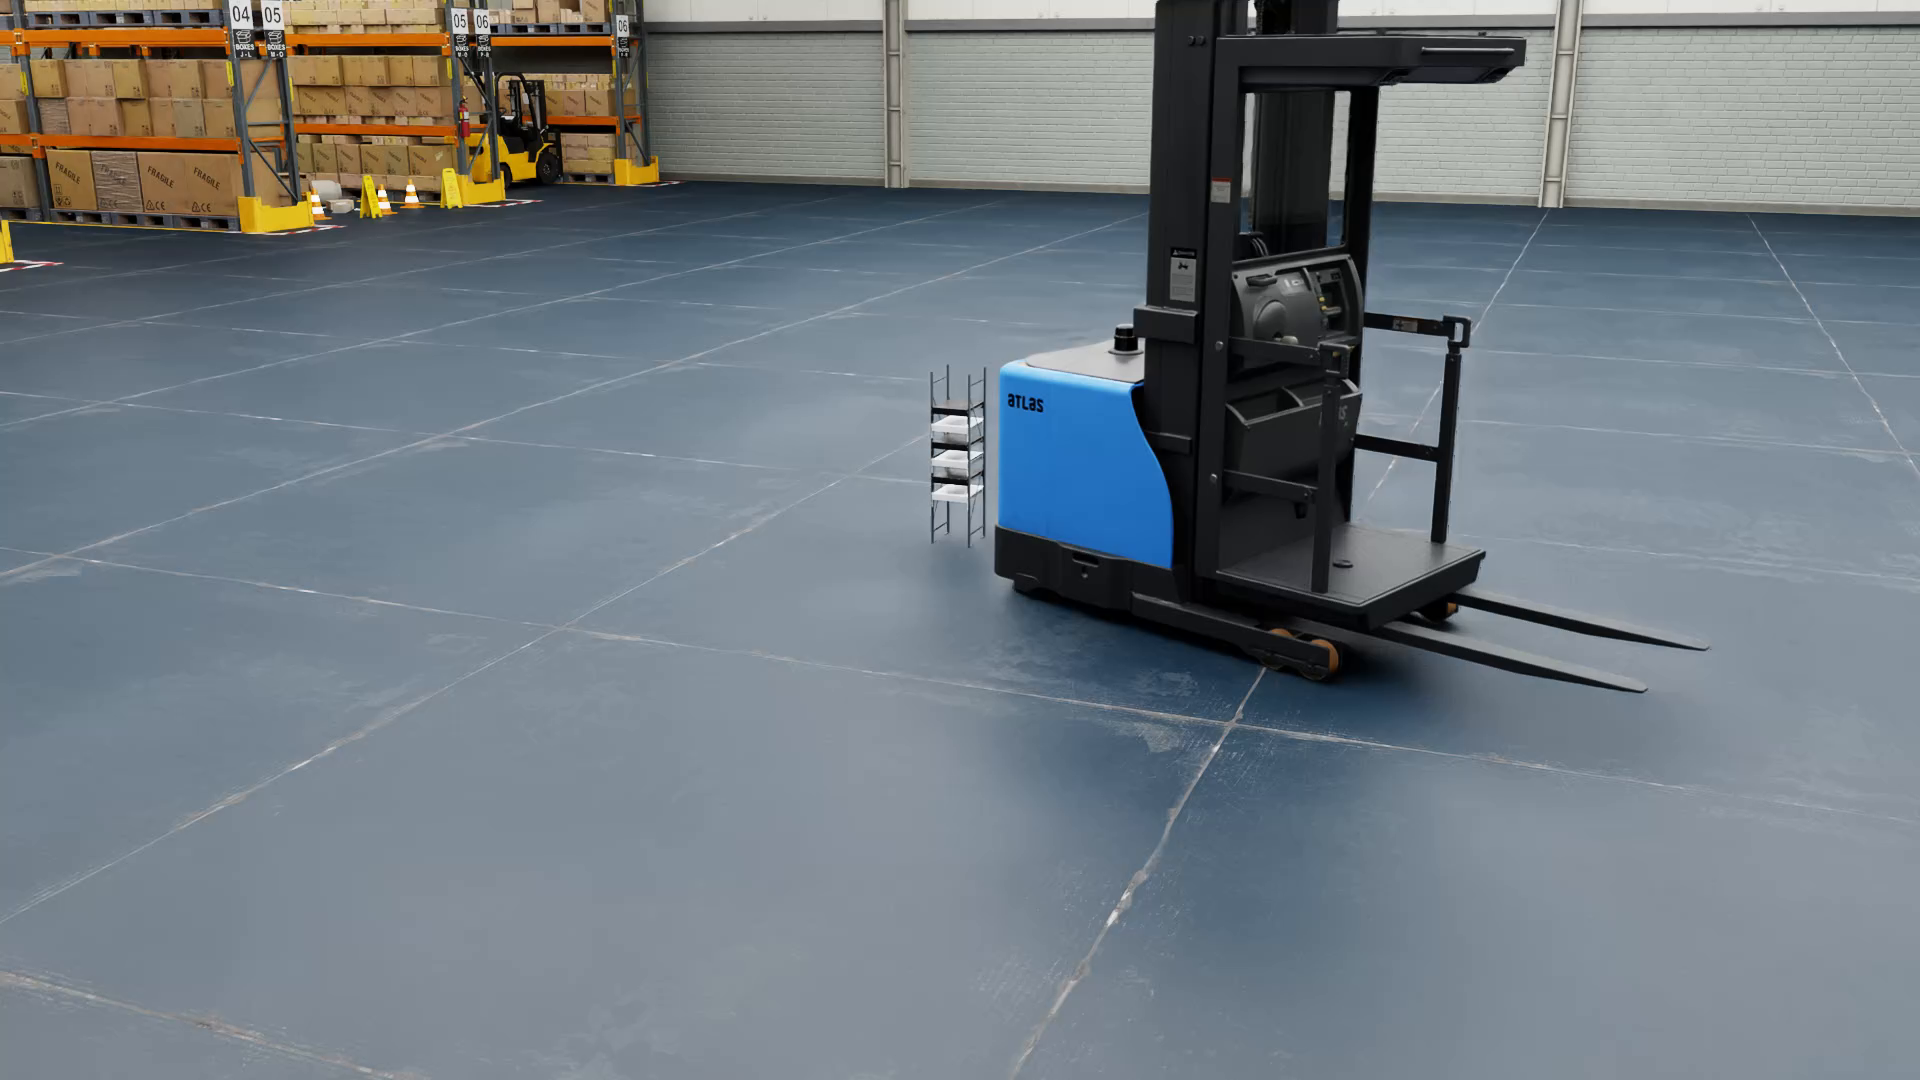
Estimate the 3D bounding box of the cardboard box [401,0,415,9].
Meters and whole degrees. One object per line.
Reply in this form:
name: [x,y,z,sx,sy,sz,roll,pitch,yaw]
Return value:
cardboard box: [-9.190,-9.020,28.004,0.250,0.149,0.380,6,17,20]

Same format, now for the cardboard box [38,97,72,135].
cardboard box: [-13.393,-6.454,25.256,0.550,0.550,0.875,6,17,21]

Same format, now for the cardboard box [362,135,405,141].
cardboard box: [-12.109,-8.268,35.280,0.625,0.625,0.875,6,17,18]

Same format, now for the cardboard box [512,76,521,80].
cardboard box: [-8.785,-9.280,33.383,0.250,0.149,0.380,6,17,20]

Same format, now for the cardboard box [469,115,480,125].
cardboard box: [-8.537,-7.269,28.784,0.250,0.149,0.380,6,17,21]

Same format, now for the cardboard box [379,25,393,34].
cardboard box: [-9.670,-8.695,28.314,0.250,0.149,0.380,6,17,20]

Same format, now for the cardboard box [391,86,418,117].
cardboard box: [-9.367,-7.529,28.515,0.500,0.500,0.500,6,17,21]

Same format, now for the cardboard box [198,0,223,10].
cardboard box: [-10.453,-7.523,23.345,0.250,0.149,0.380,6,17,21]

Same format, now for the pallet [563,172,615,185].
pallet: [-7.206,-7.318,33.501,1.213,0.211,1.003,6,17,21]

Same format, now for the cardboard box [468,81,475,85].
cardboard box: [-9.759,-9.231,33.748,0.250,0.149,0.380,7,17,22]

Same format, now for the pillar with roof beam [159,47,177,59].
pillar with roof beam: [-19.539,-11.886,33.477,0.400,9.000,9.100,6,17,21]

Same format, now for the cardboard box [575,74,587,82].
cardboard box: [-7.384,-9.111,32.800,0.250,0.149,0.380,7,17,22]

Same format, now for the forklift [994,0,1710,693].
forklift: [1.583,-1.003,6.872,3.031,2.935,1.130,15,22,41]

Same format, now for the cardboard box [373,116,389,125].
cardboard box: [-9.939,-7.276,28.808,0.250,0.149,0.380,6,17,20]

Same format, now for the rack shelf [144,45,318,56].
rack shelf: [-15.782,-10.707,36.086,4.000,0.370,1.077,6,17,21]

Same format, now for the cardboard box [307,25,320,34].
cardboard box: [-11.106,-8.861,28.887,0.250,0.149,0.380,7,18,22]

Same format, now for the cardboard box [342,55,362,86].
cardboard box: [-10.246,-8.135,28.807,0.500,0.500,0.700,6,17,20]

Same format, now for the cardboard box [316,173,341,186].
cardboard box: [-11.068,-6.410,29.552,0.500,0.250,0.500,7,18,24]

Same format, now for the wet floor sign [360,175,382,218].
wet floor sign: [-9.266,-5.387,26.074,0.232,0.644,0.267,3,17,11]

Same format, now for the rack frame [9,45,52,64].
rack frame: [-21.364,-10.226,38.518,0.127,3.000,1.000,6,17,21]

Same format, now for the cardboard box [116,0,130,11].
cardboard box: [-11.872,-7.679,23.883,0.250,0.149,0.380,7,17,21]

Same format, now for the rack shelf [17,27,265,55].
rack shelf: [-11.880,-7.307,24.374,4.000,0.370,1.077,6,17,21]

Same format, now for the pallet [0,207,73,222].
pallet: [-14.486,-5.137,25.990,1.213,0.211,1.003,6,17,21]

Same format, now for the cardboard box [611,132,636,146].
cardboard box: [-6.857,-8.049,33.404,0.500,0.250,0.500,6,17,20]

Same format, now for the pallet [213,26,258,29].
pallet: [-12.553,-9.152,29.775,1.003,0.211,1.213,6,17,21]

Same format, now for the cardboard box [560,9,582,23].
cardboard box: [-7.598,-10.247,32.518,0.258,0.266,0.396,6,17,21]

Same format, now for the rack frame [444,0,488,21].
rack frame: [-8.297,-10.183,27.608,0.127,3.000,1.000,6,17,21]

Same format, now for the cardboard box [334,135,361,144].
cardboard box: [-10.744,-7.026,29.165,0.250,0.149,0.380,7,18,24]

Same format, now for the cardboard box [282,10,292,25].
cardboard box: [-11.709,-9.106,29.016,0.500,0.250,0.500,6,17,19]

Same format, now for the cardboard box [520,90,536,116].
cardboard box: [-8.461,-8.776,33.344,0.500,0.500,0.500,6,17,21]

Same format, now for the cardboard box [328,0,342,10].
cardboard box: [-10.613,-9.178,28.547,0.250,0.149,0.380,6,17,20]

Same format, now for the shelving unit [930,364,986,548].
shelving unit: [-0.008,-0.433,8.551,0.210,0.900,0.258,6,17,21]

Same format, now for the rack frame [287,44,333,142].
rack frame: [-13.922,-9.408,35.699,0.127,3.000,1.000,6,17,21]

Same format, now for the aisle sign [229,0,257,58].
aisle sign: [-10.064,-7.171,23.331,0.004,0.787,0.394,6,17,21]

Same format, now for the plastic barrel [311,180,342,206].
plastic barrel: [-10.774,-5.883,28.179,0.512,0.421,0.421,-9,18,-27]

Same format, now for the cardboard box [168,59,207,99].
cardboard box: [-10.896,-6.678,24.092,0.550,0.550,0.875,6,17,21]

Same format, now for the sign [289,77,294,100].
sign: [-9.810,-6.605,24.349,0.005,0.325,0.100,6,17,21]

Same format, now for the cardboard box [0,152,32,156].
cardboard box: [-15.247,-5.678,26.133,0.750,0.750,1.050,6,17,21]

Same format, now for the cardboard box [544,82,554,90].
cardboard box: [-8.107,-9.037,33.078,0.250,0.149,0.380,6,17,21]

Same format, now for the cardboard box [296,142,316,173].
cardboard box: [-11.568,-6.822,29.625,0.500,0.500,0.500,7,18,23]

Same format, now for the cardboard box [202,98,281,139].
cardboard box: [-10.381,-6.106,24.056,0.550,0.550,0.875,6,17,21]

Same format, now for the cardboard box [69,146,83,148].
cardboard box: [-16.351,-7.393,31.819,0.875,0.875,0.875,6,17,20]

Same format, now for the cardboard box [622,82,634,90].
cardboard box: [-6.700,-9.051,33.127,0.250,0.149,0.380,6,17,19]

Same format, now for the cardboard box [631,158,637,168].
cardboard box: [-6.865,-7.572,33.553,0.500,0.250,0.500,6,17,21]

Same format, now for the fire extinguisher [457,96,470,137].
fire extinguisher: [-8.360,-7.133,28.003,0.183,0.674,0.296,6,17,21]

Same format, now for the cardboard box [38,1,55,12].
cardboard box: [-13.285,-7.835,24.419,0.250,0.149,0.380,6,17,21]

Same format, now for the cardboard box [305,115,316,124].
cardboard box: [-11.331,-7.443,29.382,0.250,0.149,0.380,6,17,20]

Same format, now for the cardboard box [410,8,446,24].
cardboard box: [-8.872,-8.795,27.945,0.500,0.250,0.500,6,17,20]

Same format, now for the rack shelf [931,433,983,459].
rack shelf: [-0.008,-0.487,8.535,0.200,0.077,0.258,6,17,21]

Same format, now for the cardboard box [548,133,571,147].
cardboard box: [-7.972,-8.017,33.293,0.500,0.250,0.500,7,17,21]
